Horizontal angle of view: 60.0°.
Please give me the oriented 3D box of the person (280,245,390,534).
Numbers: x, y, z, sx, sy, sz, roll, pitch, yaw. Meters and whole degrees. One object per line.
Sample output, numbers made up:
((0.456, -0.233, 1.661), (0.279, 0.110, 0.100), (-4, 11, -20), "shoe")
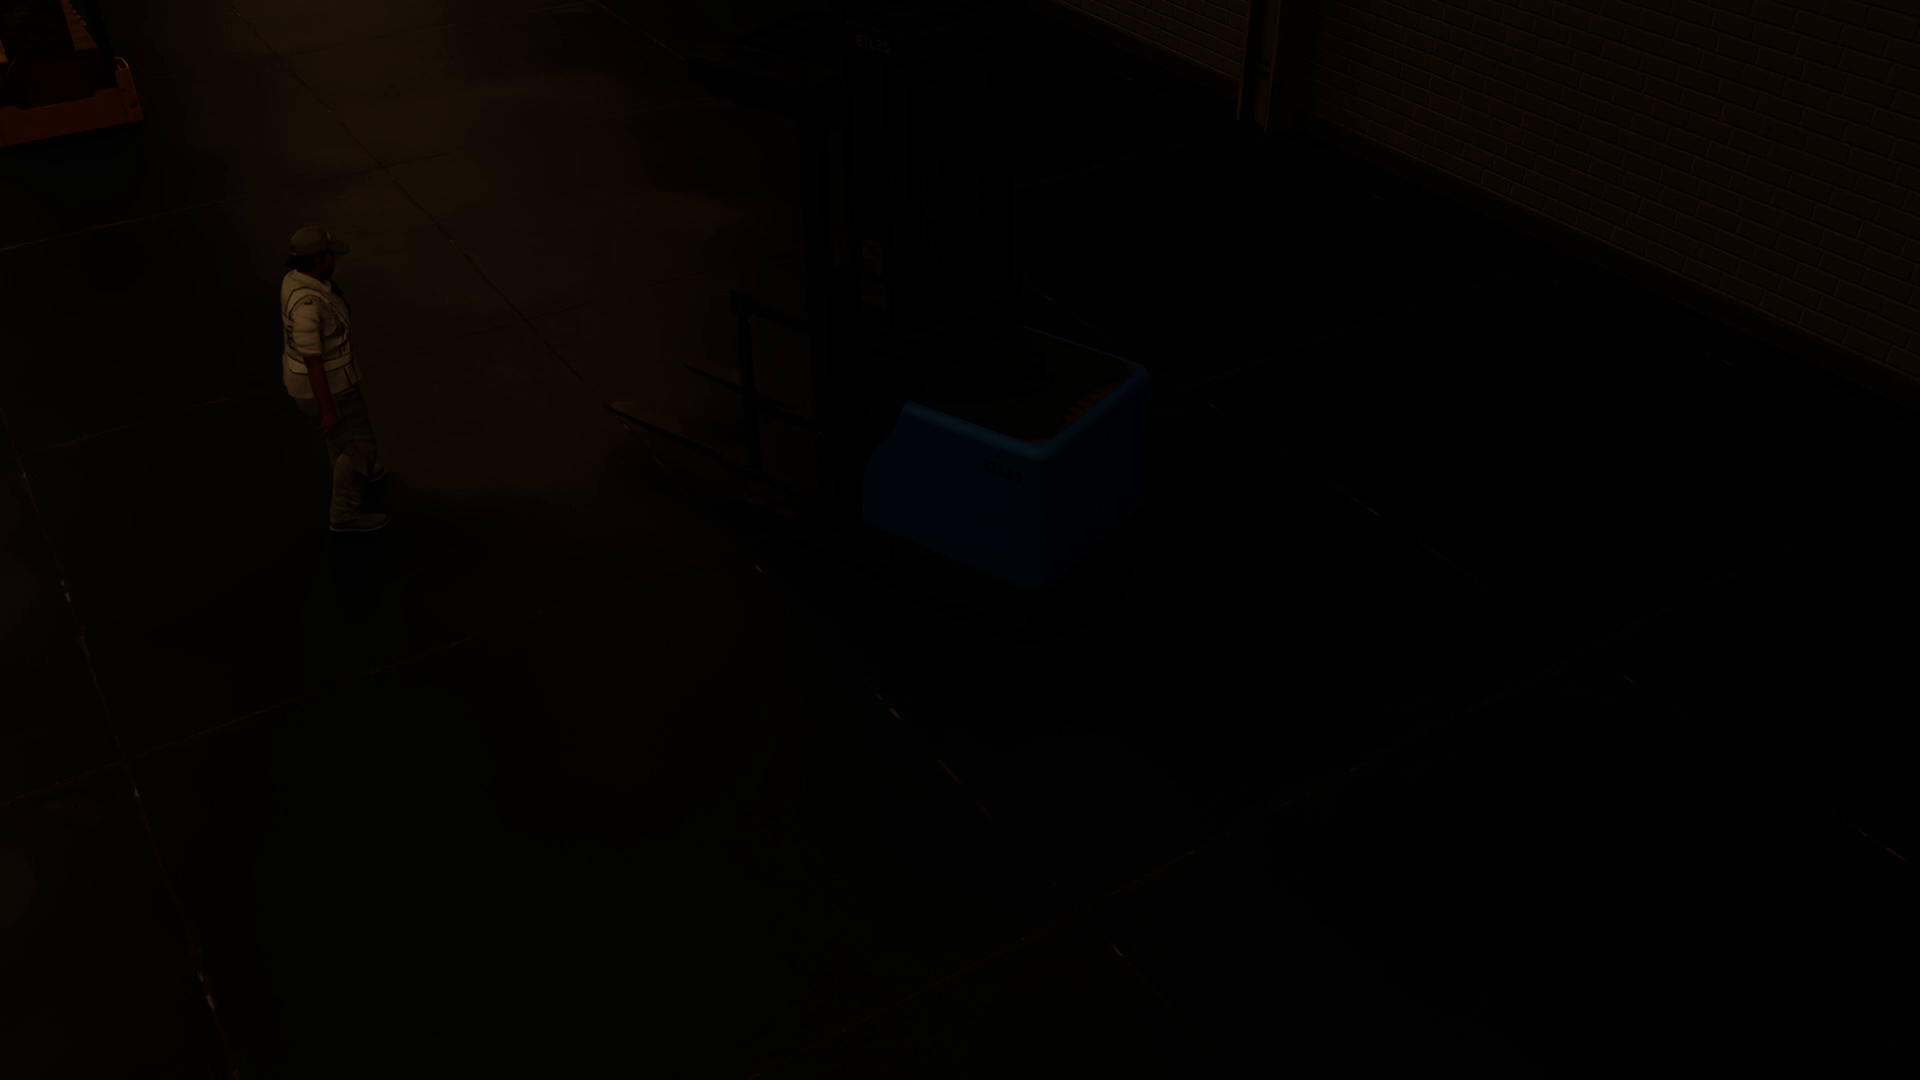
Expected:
((-3.218, -0.802, 8.454), (0.400, 1.599, 0.769), (-15, 38, -21), "person")

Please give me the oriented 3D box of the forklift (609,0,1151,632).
((-0.557, -1.427, 8.178), (3.031, 2.935, 1.130), (22, 41, 28), "forklift")
